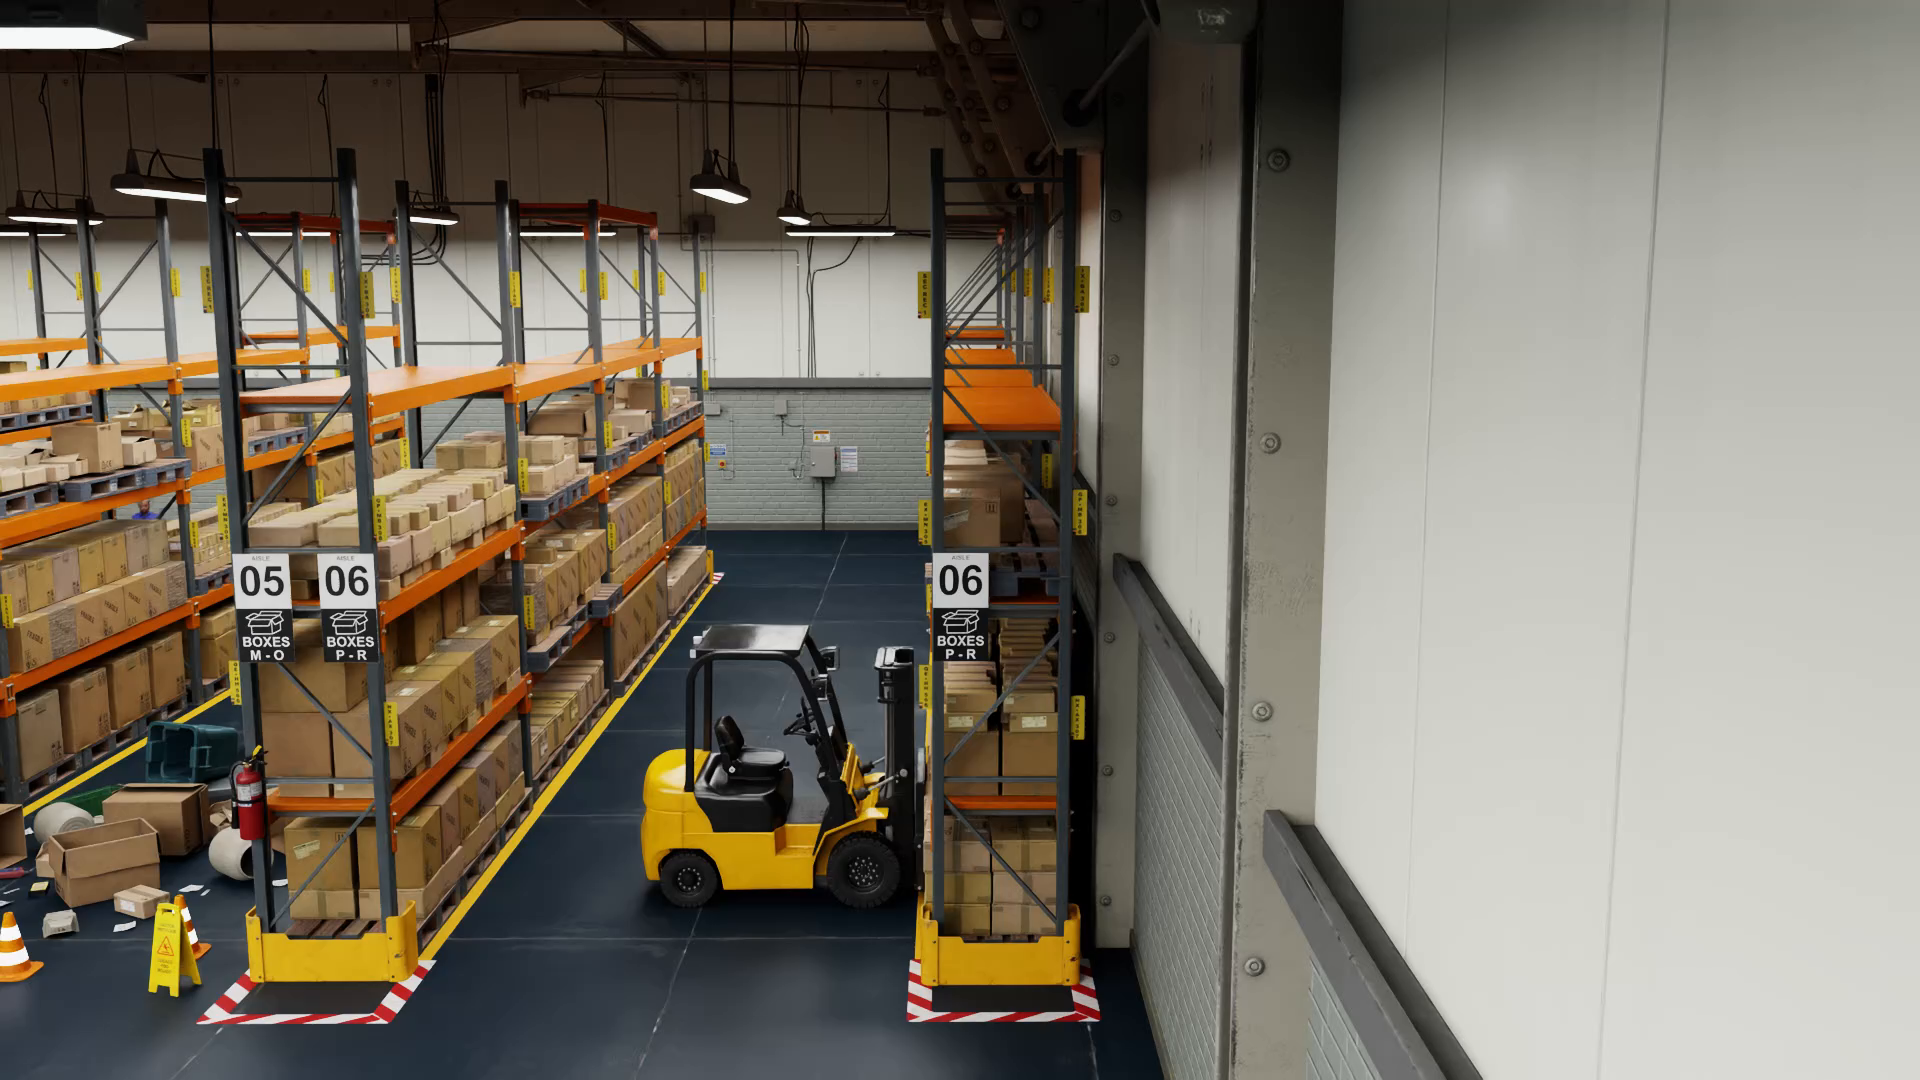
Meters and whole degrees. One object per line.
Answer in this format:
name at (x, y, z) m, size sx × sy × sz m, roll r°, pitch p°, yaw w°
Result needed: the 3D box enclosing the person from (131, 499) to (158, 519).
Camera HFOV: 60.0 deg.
person at (-12.987, 0.113, 26.604) m, size 0.551 × 1.595 × 1.021 m, roll 0°, pitch 9°, yaw -3°
